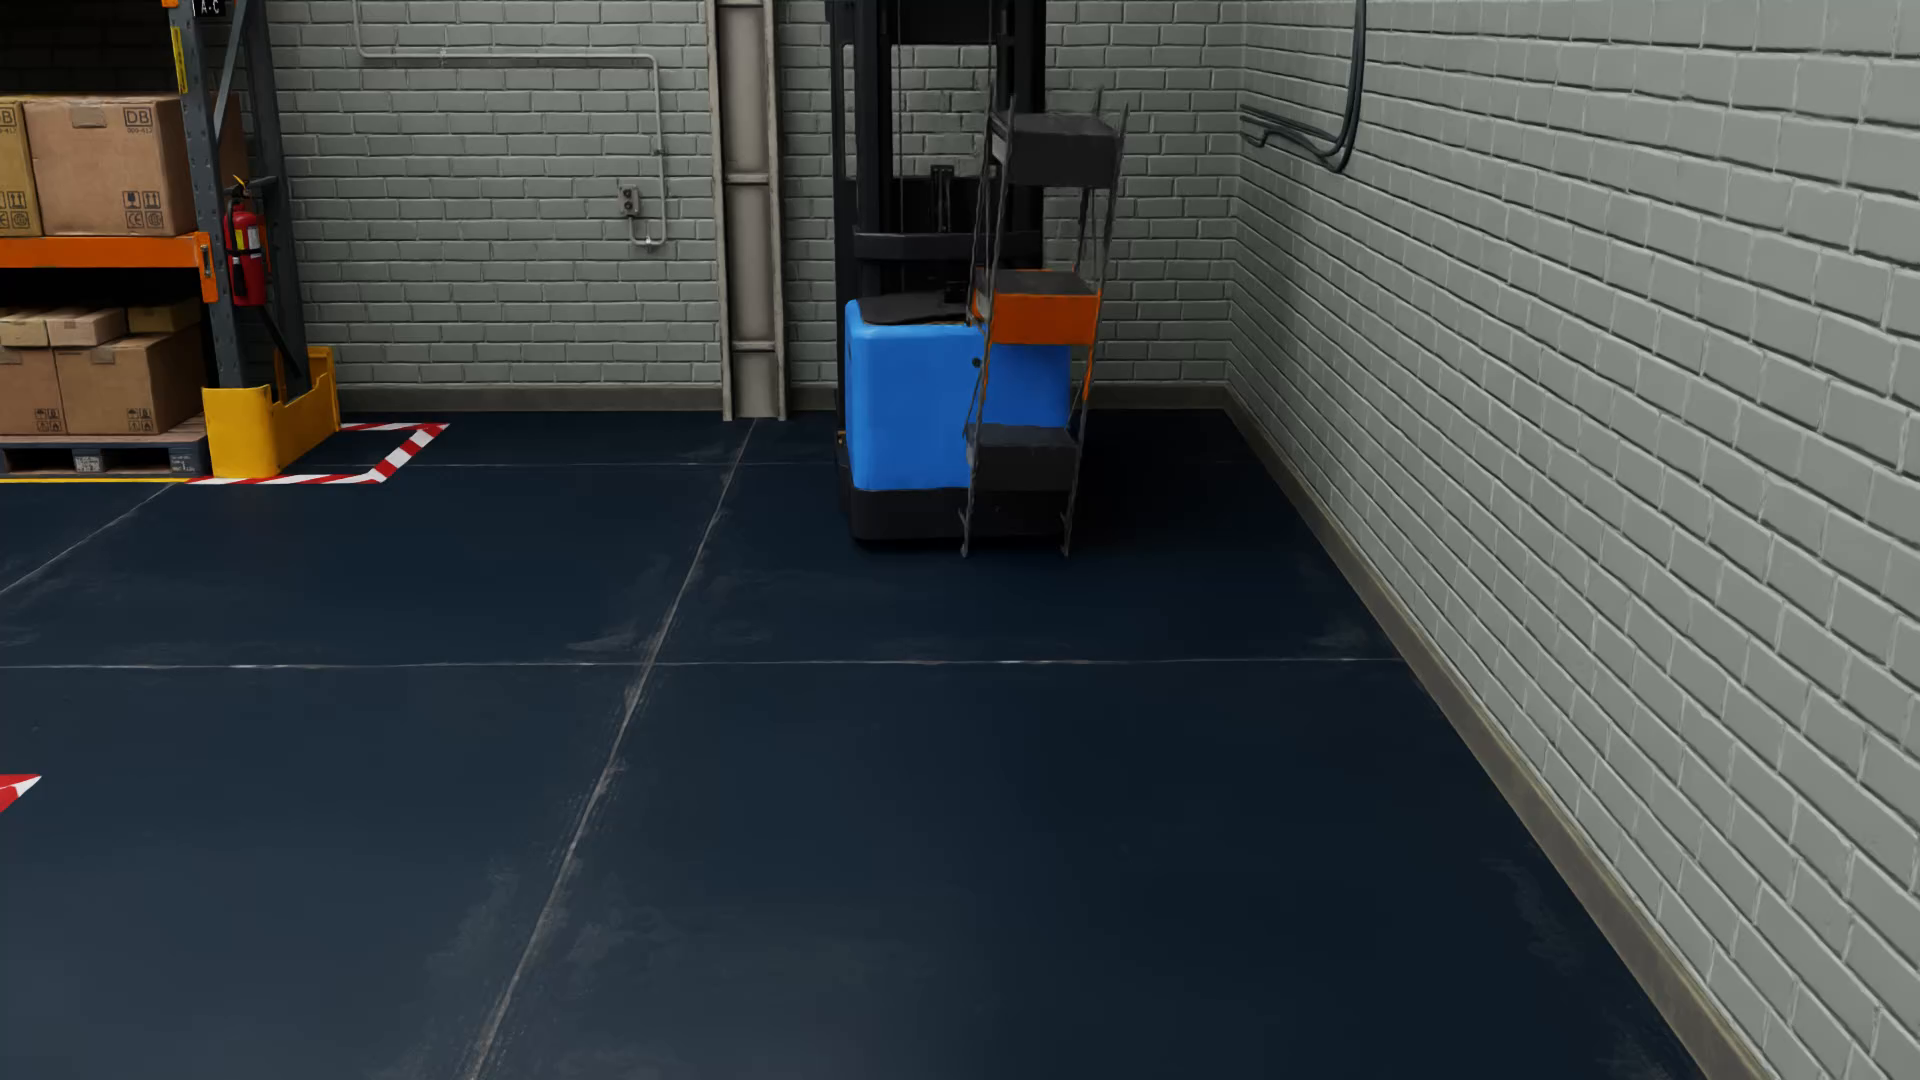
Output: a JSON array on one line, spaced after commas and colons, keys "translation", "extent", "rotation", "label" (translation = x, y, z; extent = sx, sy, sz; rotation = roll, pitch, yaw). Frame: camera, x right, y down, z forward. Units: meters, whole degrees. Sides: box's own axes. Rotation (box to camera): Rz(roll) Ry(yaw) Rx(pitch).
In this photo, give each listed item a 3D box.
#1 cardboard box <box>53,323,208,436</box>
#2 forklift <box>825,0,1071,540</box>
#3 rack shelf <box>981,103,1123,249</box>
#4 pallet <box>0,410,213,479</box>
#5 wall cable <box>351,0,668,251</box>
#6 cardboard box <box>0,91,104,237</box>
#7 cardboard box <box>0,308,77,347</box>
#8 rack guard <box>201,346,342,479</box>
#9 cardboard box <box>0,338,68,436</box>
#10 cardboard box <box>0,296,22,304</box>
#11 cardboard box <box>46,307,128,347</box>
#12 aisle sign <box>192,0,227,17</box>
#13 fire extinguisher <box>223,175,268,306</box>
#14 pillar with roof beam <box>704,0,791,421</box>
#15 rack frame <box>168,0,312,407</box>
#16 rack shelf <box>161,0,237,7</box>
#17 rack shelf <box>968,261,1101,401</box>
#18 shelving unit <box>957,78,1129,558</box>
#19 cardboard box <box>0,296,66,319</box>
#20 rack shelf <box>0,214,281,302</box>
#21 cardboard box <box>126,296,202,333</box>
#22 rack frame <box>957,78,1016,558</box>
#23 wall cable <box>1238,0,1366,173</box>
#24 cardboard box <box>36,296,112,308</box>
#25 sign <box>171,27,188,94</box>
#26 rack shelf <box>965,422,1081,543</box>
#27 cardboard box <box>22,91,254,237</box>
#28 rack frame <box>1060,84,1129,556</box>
[{"translation": [-4.664, -0.919, 9.407], "extent": [0.500, 0.500, 0.700], "rotation": [0, 18, -1], "label": "cardboard box"}, {"translation": [-0.138, -1.801, 8.862], "extent": [1.130, 2.935, 3.031], "rotation": [-2, 18, -6], "label": "forklift"}, {"translation": [0.381, -1.575, 7.186], "extent": [0.480, 0.518, 0.431], "rotation": [-1, 26, -14], "label": "rack shelf"}, {"translation": [-4.764, -0.588, 9.534], "extent": [1.213, 0.211, 1.003], "rotation": [0, 18, -1], "label": "pallet"}, {"translation": [-2.701, -2.722, 9.960], "extent": [1.851, 1.984, 0.084], "rotation": [0, 18, -1], "label": "wall cable"}, {"translation": [-5.203, -2.074, 9.110], "extent": [0.700, 0.700, 0.980], "rotation": [0, 18, -1], "label": "cardboard box"}, {"translation": [-5.045, -1.170, 9.128], "extent": [0.250, 0.149, 0.380], "rotation": [0, 18, 1], "label": "cardboard box"}, {"translation": [-3.942, -0.753, 9.577], "extent": [0.348, 0.500, 1.175], "rotation": [0, 18, -1], "label": "rack guard"}, {"translation": [-5.165, -0.917, 9.399], "extent": [0.500, 0.500, 0.700], "rotation": [0, 18, -1], "label": "cardboard box"}, {"translation": [-5.554, -1.284, 9.484], "extent": [0.250, 0.149, 0.380], "rotation": [0, 18, 0], "label": "cardboard box"}, {"translation": [-4.790, -1.172, 9.132], "extent": [0.250, 0.149, 0.380], "rotation": [0, 18, -2], "label": "cardboard box"}, {"translation": [-3.889, -3.090, 8.513], "extent": [0.004, 0.787, 0.394], "rotation": [0, 18, -1], "label": "aisle sign"}, {"translation": [-3.808, -1.589, 8.827], "extent": [0.183, 0.674, 0.296], "rotation": [0, 18, -1], "label": "fire extinguisher"}, {"translation": [-1.212, -3.762, 5.044], "extent": [0.400, 9.000, 9.100], "rotation": [0, 18, -1], "label": "pillar with roof beam"}, {"translation": [-3.966, -1.943, 9.195], "extent": [0.127, 3.000, 1.000], "rotation": [0, 18, -1], "label": "rack frame"}, {"translation": [-5.966, -3.019, 8.817], "extent": [4.000, 0.370, 1.077], "rotation": [0, 18, -1], "label": "rack shelf"}, {"translation": [0.315, -0.943, 7.479], "extent": [0.480, 0.518, 0.431], "rotation": [-1, 26, -14], "label": "rack shelf"}, {"translation": [0.316, -0.955, 7.474], "extent": [0.503, 2.100, 0.431], "rotation": [-1, 26, -14], "label": "shelving unit"}, {"translation": [-5.299, -1.286, 9.488], "extent": [0.250, 0.149, 0.380], "rotation": [0, 18, 0], "label": "cardboard box"}, {"translation": [-5.966, -1.591, 9.275], "extent": [4.000, 0.370, 1.077], "rotation": [0, 18, -1], "label": "rack shelf"}, {"translation": [-4.542, -1.290, 9.500], "extent": [0.250, 0.149, 0.380], "rotation": [0, 18, 0], "label": "cardboard box"}, {"translation": [0.080, -0.953, 7.415], "extent": [0.015, 2.100, 0.400], "rotation": [-1, 26, -14], "label": "rack frame"}, {"translation": [1.695, -3.240, 8.498], "extent": [0.112, 2.526, 3.097], "rotation": [0, 18, -1], "label": "wall cable"}, {"translation": [-5.049, -1.287, 9.492], "extent": [0.250, 0.149, 0.380], "rotation": [0, 18, -1], "label": "cardboard box"}, {"translation": [-3.971, -2.442, 8.465], "extent": [0.005, 0.325, 0.100], "rotation": [0, 18, -1], "label": "sign"}, {"translation": [0.249, -0.311, 7.773], "extent": [0.480, 0.518, 0.431], "rotation": [-1, 26, -14], "label": "rack shelf"}, {"translation": [-4.476, -2.081, 9.132], "extent": [0.700, 0.700, 0.980], "rotation": [1, 18, 2], "label": "cardboard box"}, {"translation": [0.553, -0.958, 7.532], "extent": [0.015, 2.100, 0.400], "rotation": [-1, 26, -14], "label": "rack frame"}]
